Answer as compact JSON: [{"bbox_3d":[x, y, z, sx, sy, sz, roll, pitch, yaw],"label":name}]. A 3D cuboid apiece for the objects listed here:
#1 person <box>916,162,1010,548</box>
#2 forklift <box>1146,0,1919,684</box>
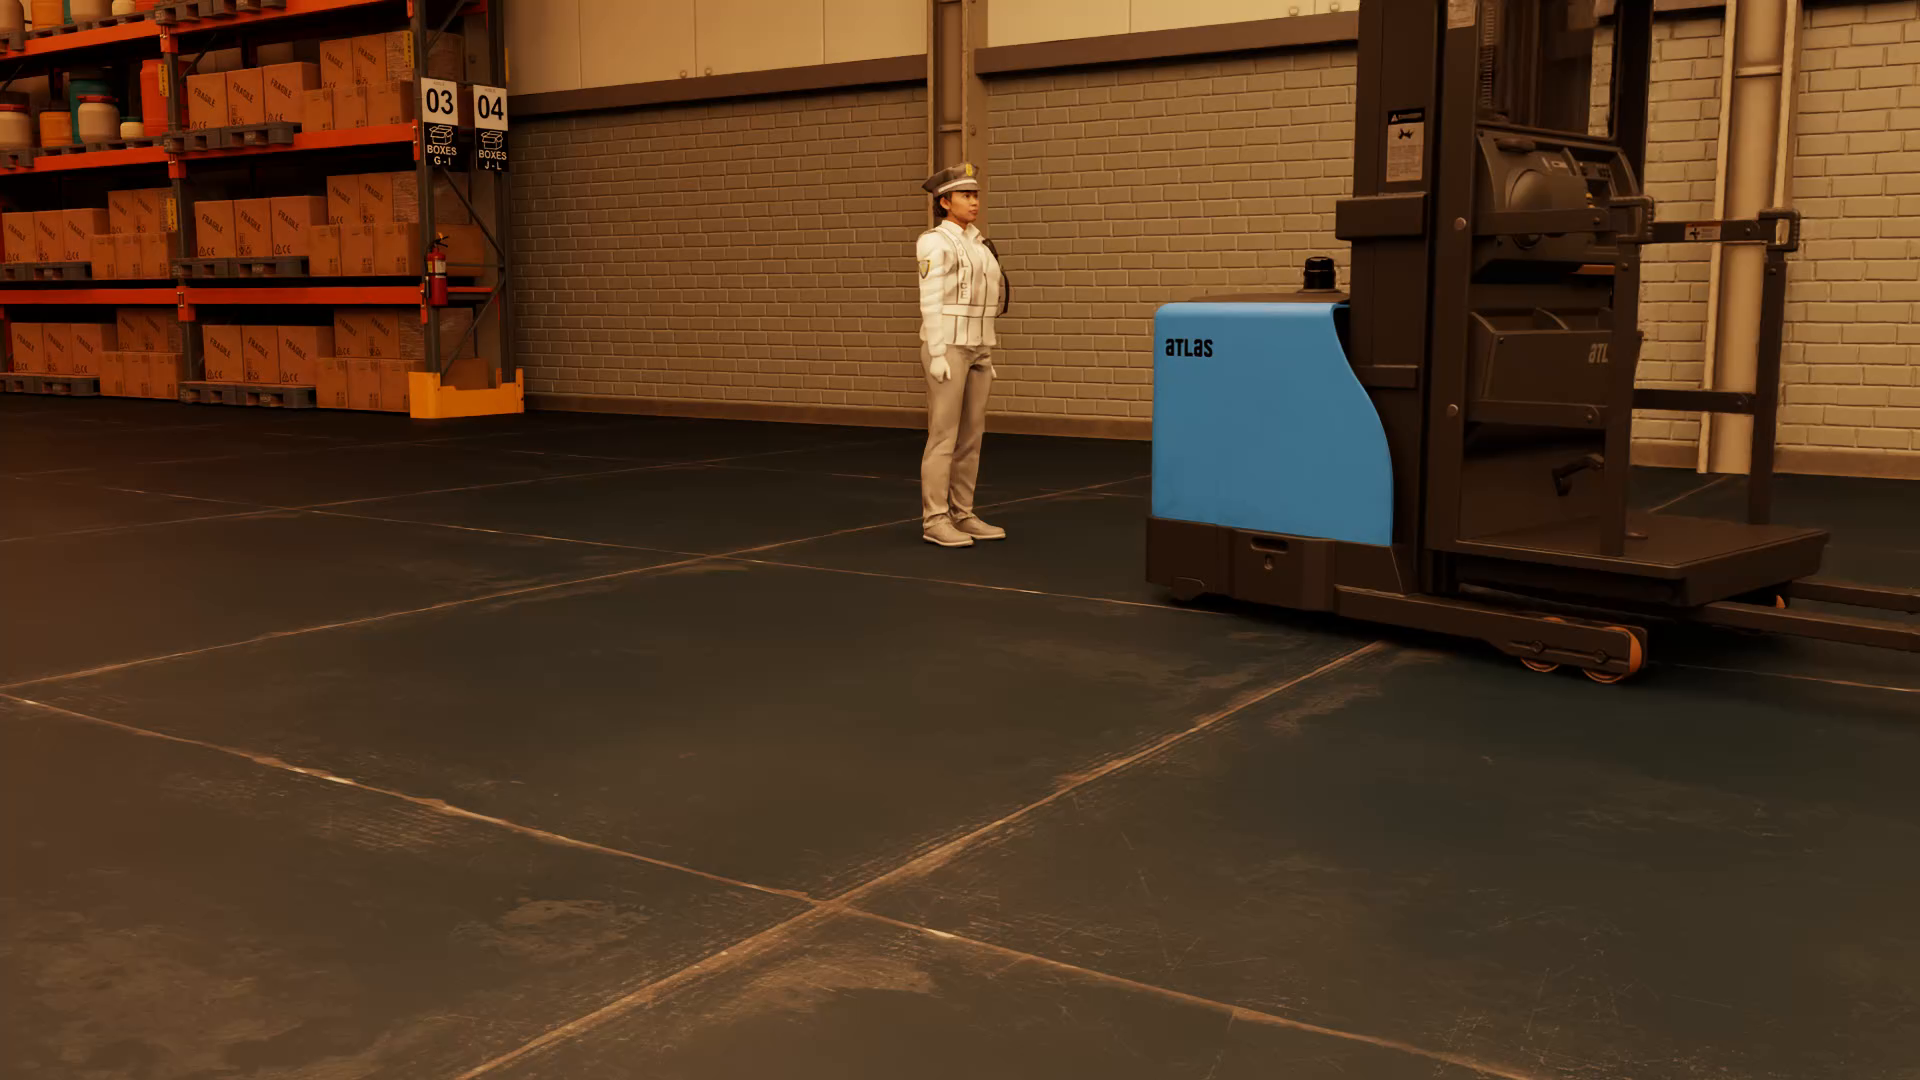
[{"bbox_3d":[0.003,-0.836,7.490,0.353,1.694,0.461,5,10,34],"label":"person"},{"bbox_3d":[2.037,-1.123,5.090,1.130,2.935,3.031,-7,11,-42],"label":"forklift"}]
